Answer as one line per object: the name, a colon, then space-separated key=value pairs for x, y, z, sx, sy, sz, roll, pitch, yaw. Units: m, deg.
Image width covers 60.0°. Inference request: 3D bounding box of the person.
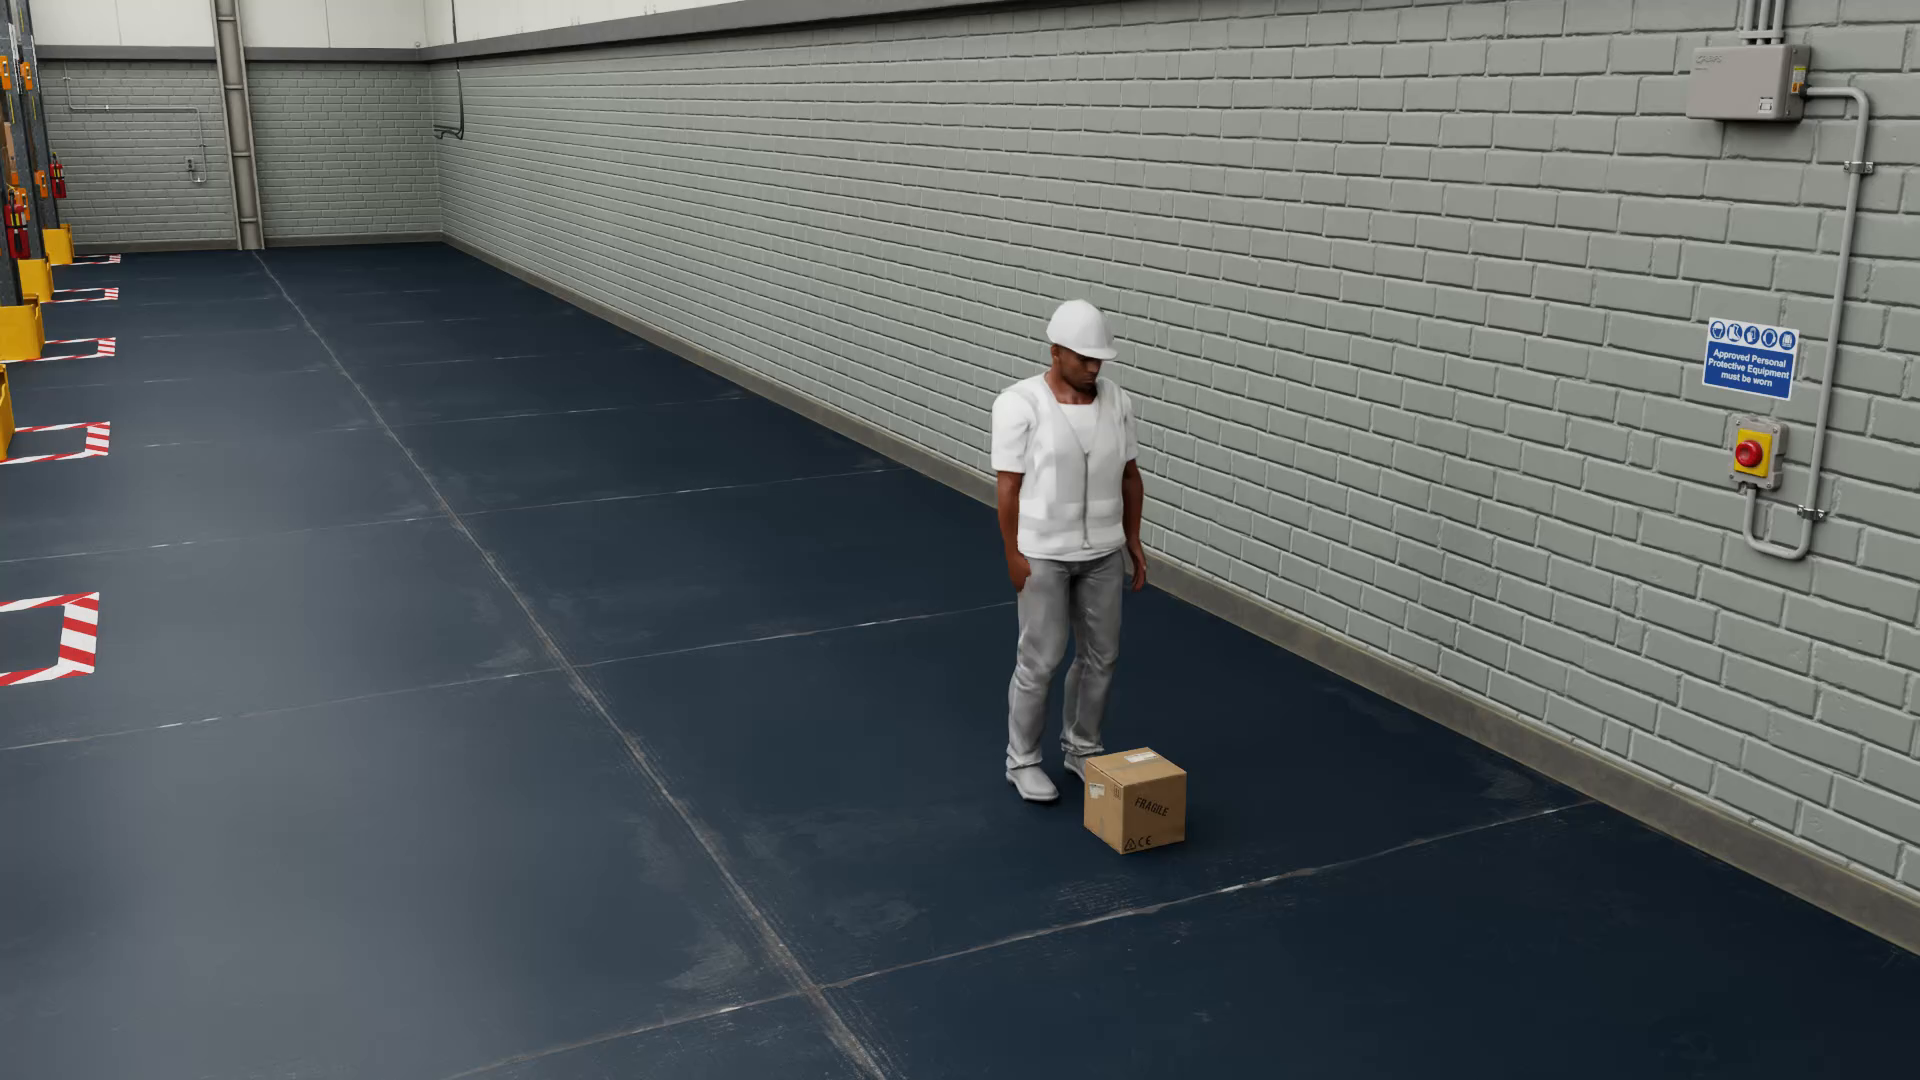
person: x=0.391 y=0.033 z=5.863 sx=0.567 sy=1.758 sz=0.368 roll=-7 pitch=17 yaw=-24
